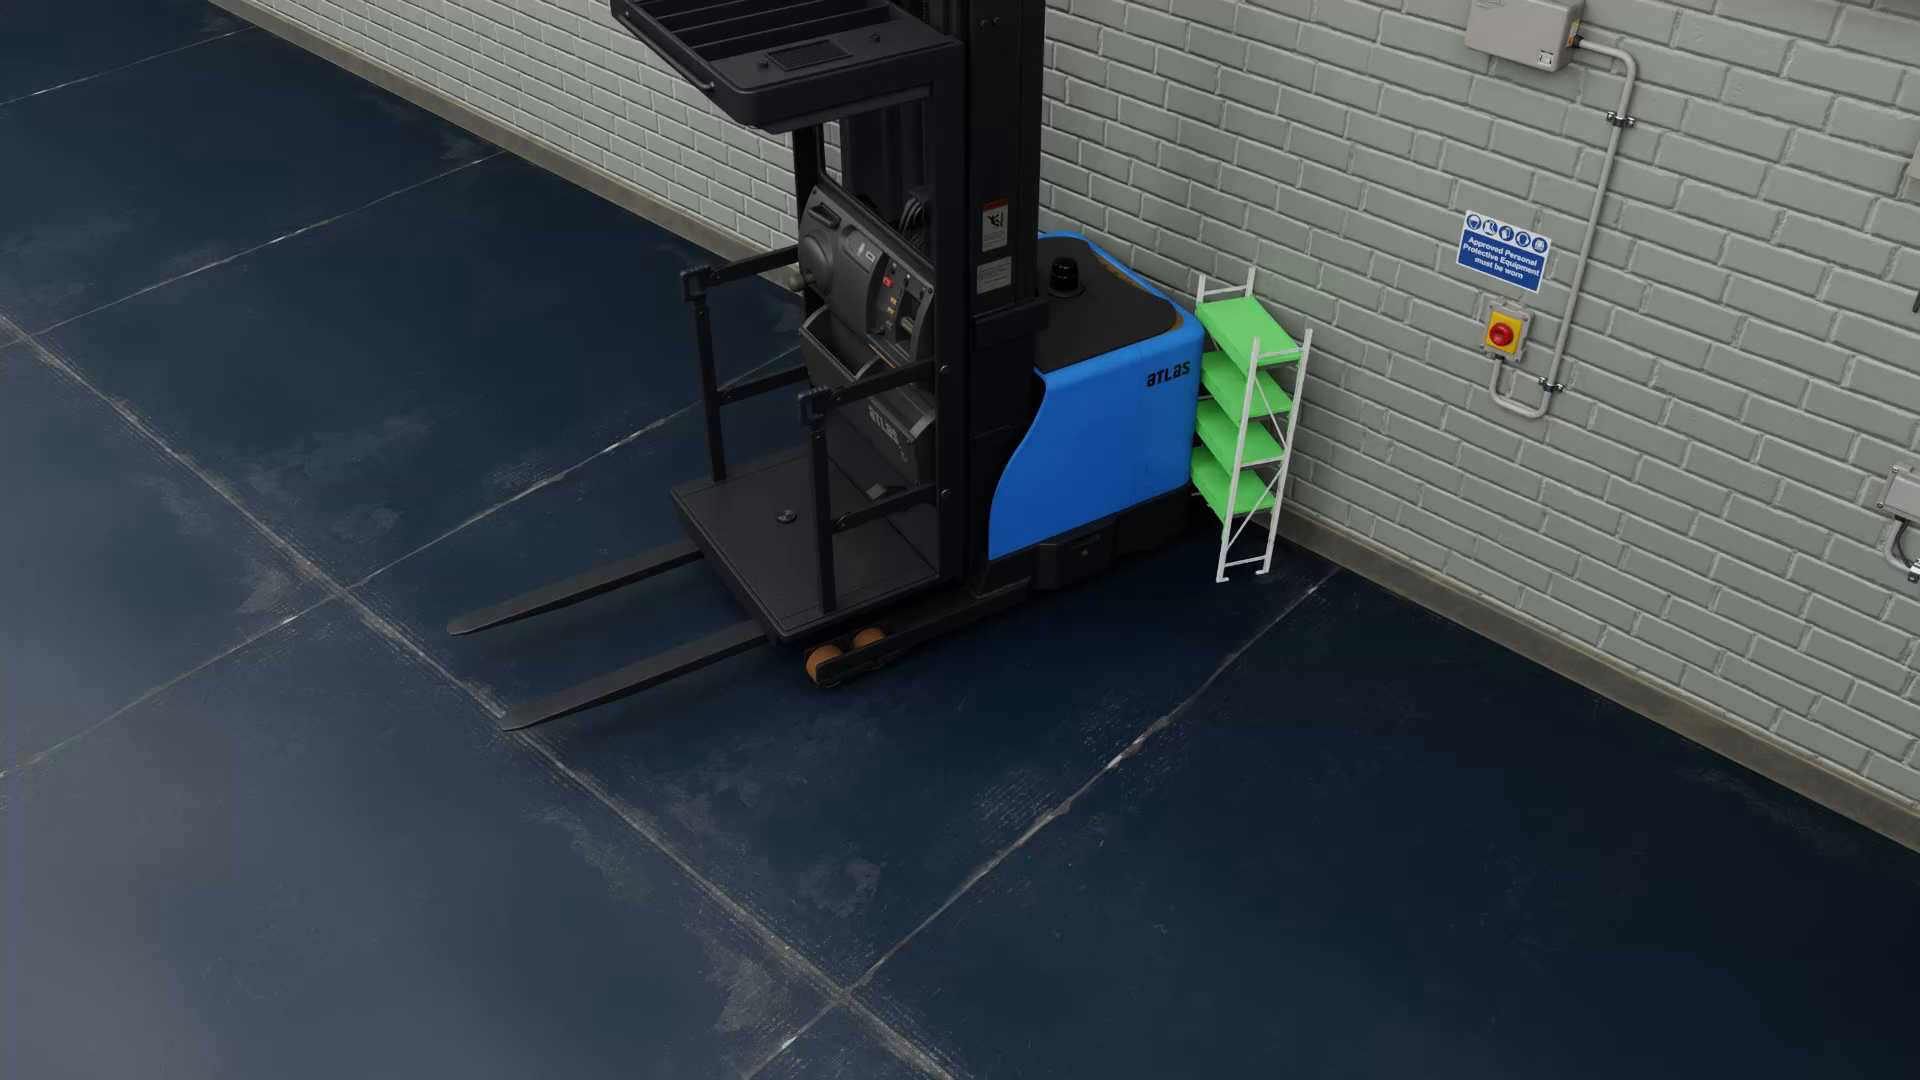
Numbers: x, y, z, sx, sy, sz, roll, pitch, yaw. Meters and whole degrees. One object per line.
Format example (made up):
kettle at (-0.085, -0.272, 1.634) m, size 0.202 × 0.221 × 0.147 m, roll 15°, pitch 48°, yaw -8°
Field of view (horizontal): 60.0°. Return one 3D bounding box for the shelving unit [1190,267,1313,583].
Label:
shelving unit at (1.135, -0.459, 6.857) m, size 0.258 × 1.200 × 0.503 m, roll -11°, pitch 40°, yaw -15°

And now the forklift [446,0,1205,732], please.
forklift at (-0.533, -0.946, 6.085) m, size 3.031 × 2.935 × 1.130 m, roll -21°, pitch 43°, yaw -24°

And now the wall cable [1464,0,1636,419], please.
wall cable at (1.923, -1.282, 5.610) m, size 0.585 × 1.953 × 0.123 m, roll 30°, pitch 47°, yaw 32°

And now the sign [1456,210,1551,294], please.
sign at (1.929, -1.026, 5.913) m, size 0.327 × 0.218 × 0.001 m, roll 30°, pitch 47°, yaw 32°

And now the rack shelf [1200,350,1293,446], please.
rack shelf at (1.139, -0.597, 6.746) m, size 0.258 × 0.148 × 0.480 m, roll -11°, pitch 40°, yaw -15°

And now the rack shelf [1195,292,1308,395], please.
rack shelf at (1.145, -0.784, 6.596) m, size 0.258 × 0.148 × 0.480 m, roll -11°, pitch 40°, yaw -15°

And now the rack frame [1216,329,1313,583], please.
rack frame at (1.212, -0.313, 6.677) m, size 0.240 × 1.200 × 0.015 m, roll -11°, pitch 40°, yaw -15°

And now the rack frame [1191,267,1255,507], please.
rack frame at (1.058, -0.606, 7.036) m, size 0.240 × 1.200 × 0.015 m, roll -11°, pitch 40°, yaw -15°

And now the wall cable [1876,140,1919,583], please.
wall cable at (2.978, -0.679, 4.878) m, size 0.588 × 1.984 × 0.122 m, roll 30°, pitch 47°, yaw 32°

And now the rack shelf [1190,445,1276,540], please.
rack shelf at (1.128, -0.223, 7.047) m, size 0.258 × 0.148 × 0.480 m, roll -11°, pitch 40°, yaw -15°

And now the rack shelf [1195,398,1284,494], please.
rack shelf at (1.134, -0.410, 6.897) m, size 0.258 × 0.148 × 0.480 m, roll -11°, pitch 40°, yaw -15°
